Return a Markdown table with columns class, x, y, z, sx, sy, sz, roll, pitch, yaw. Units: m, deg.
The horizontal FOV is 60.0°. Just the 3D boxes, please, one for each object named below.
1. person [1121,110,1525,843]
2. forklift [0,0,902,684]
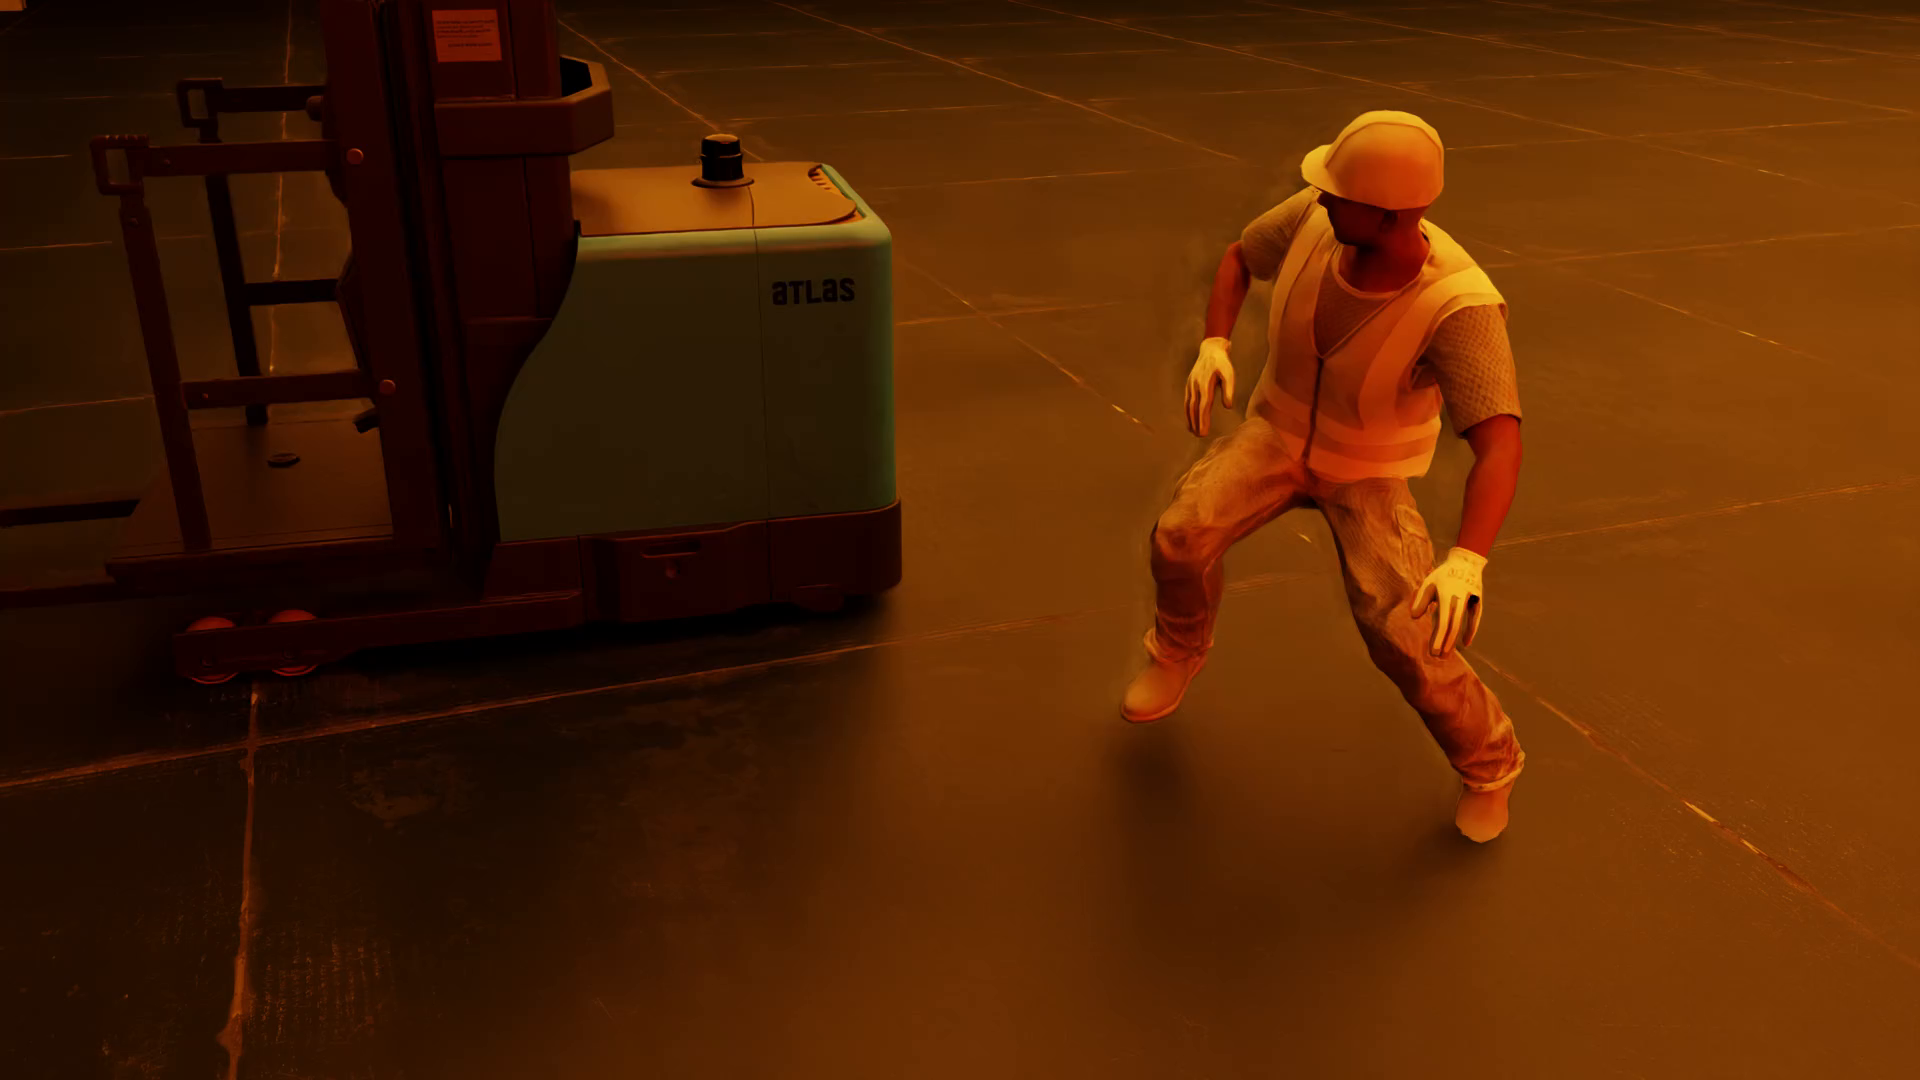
| class | x | y | z | sx | sy | sz | roll | pitch | yaw |
| --- | --- | --- | --- | --- | --- | --- | --- | --- | --- |
| person | 0.817 | -0.137 | 3.534 | 0.894 | 1.545 | 0.731 | 16 | 27 | 33 |
| forklift | -1.735 | -1.211 | 4.178 | 3.031 | 2.935 | 1.130 | -5 | 23 | -12 |
